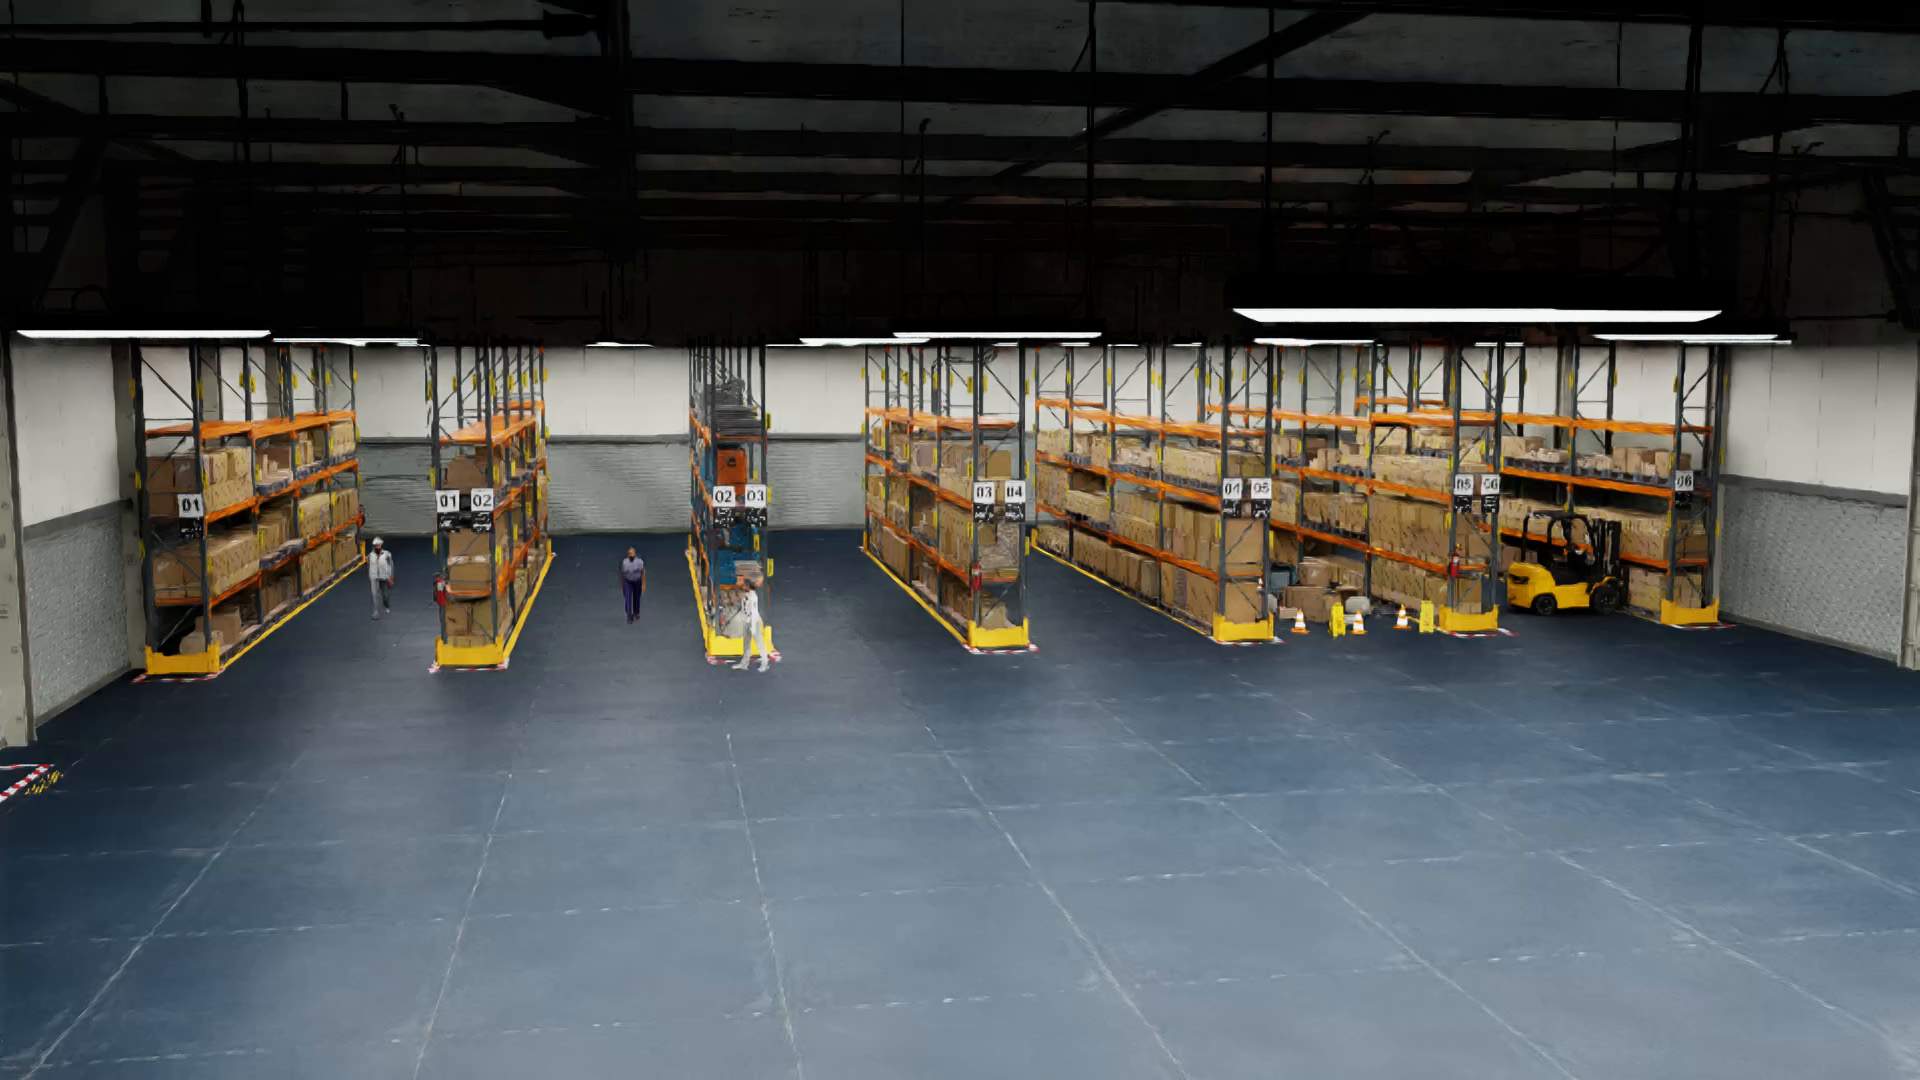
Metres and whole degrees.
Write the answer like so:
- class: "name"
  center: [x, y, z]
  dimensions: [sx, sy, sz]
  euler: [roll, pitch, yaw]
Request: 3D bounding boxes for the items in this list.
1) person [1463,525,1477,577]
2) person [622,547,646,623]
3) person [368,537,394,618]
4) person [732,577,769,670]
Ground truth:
- class: "person"
  center: [11.601, 0.500, 37.970]
  dimensions: [0.504, 1.747, 0.588]
  euler: [2, 7, 19]
- class: "person"
  center: [-6.866, 0.924, 34.998]
  dimensions: [0.493, 1.589, 0.991]
  euler: [-1, 7, -12]
- class: "person"
  center: [-12.412, 0.788, 35.654]
  dimensions: [0.555, 1.725, 1.029]
  euler: [-1, 7, -12]
- class: "person"
  center: [-3.756, 1.490, 29.731]
  dimensions: [0.596, 1.657, 0.591]
  euler: [-3, 7, -23]
